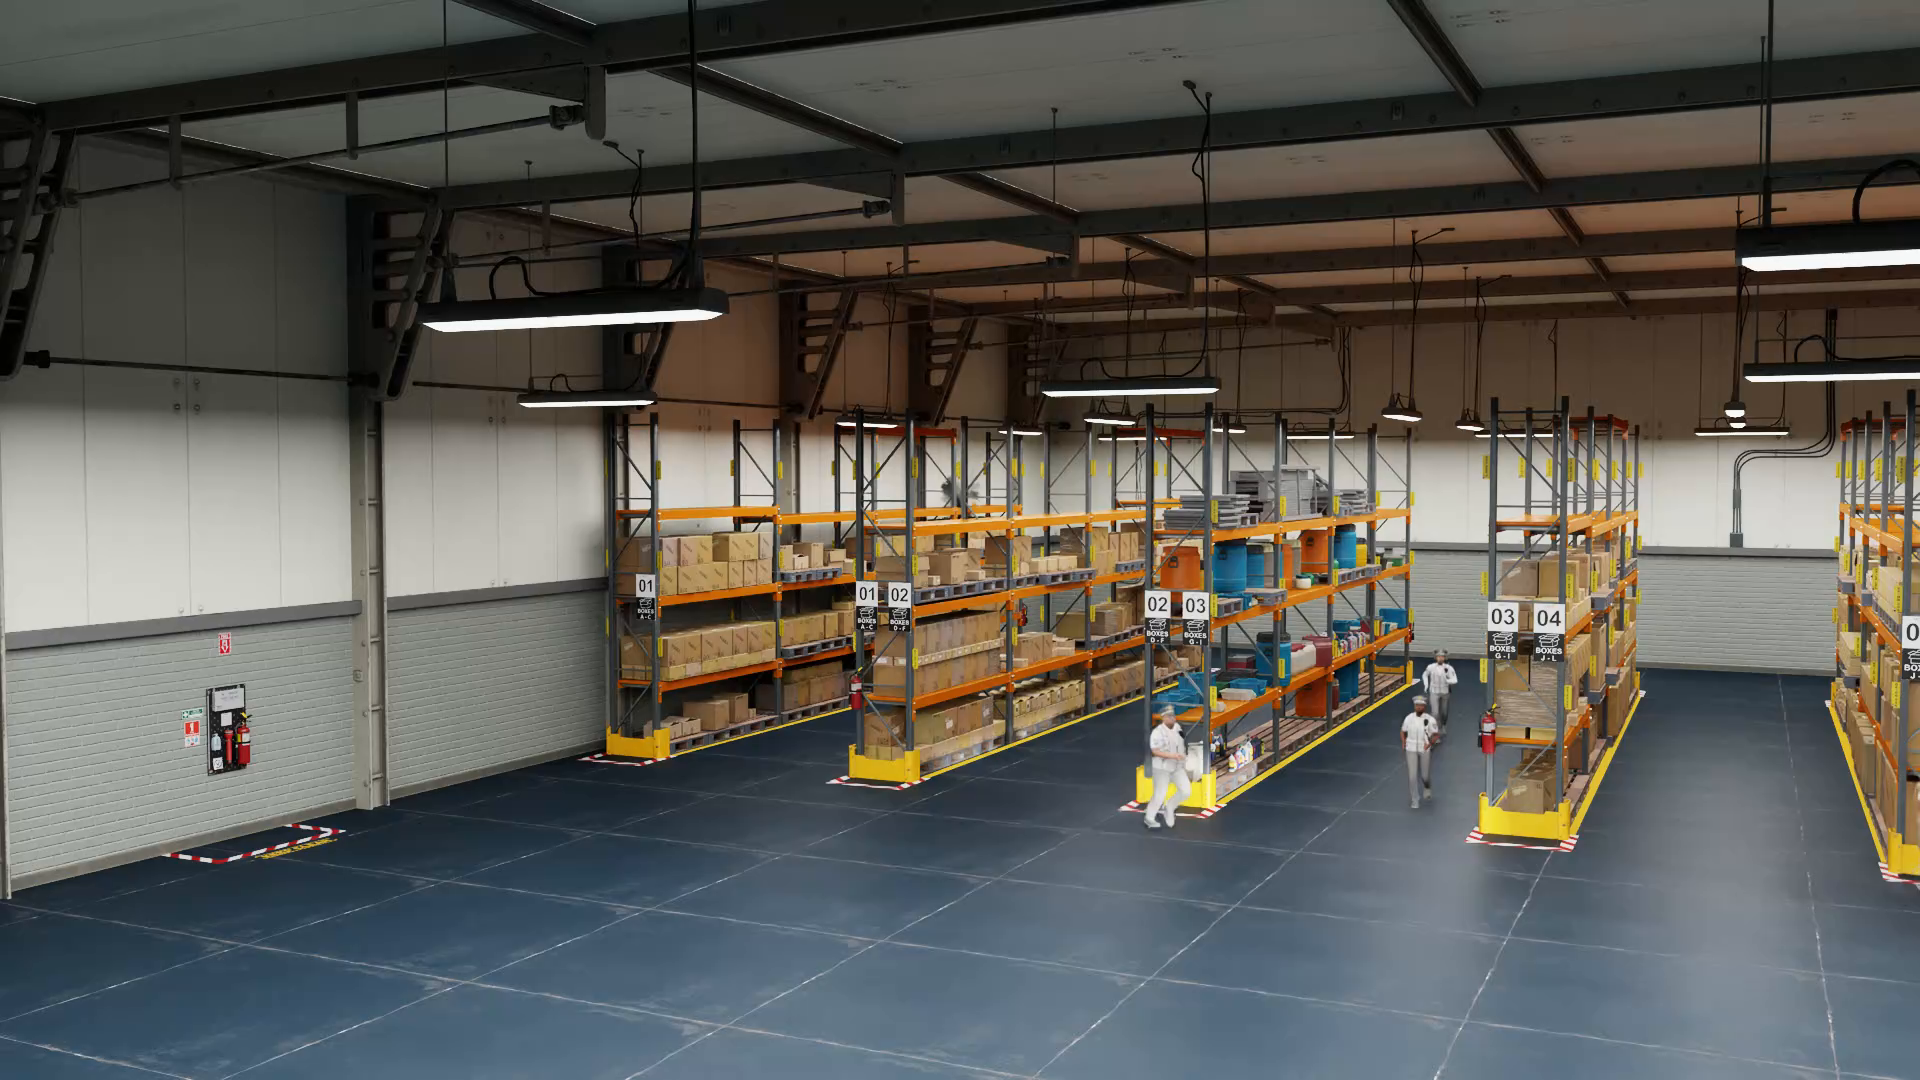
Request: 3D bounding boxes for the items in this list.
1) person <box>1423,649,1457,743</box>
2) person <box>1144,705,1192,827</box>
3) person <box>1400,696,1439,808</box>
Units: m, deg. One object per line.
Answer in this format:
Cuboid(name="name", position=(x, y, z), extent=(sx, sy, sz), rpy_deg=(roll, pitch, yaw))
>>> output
Cuboid(name="person", position=(8.857, 2.842, 30.689), extent=(0.611, 1.682, 0.940), rpy_deg=(1, 2, 14))
Cuboid(name="person", position=(2.917, 3.145, 23.065), extent=(0.685, 1.734, 0.823), rpy_deg=(-1, 3, -30))
Cuboid(name="person", position=(6.828, 3.130, 24.760), extent=(0.572, 1.652, 0.644), rpy_deg=(1, 3, 24))
